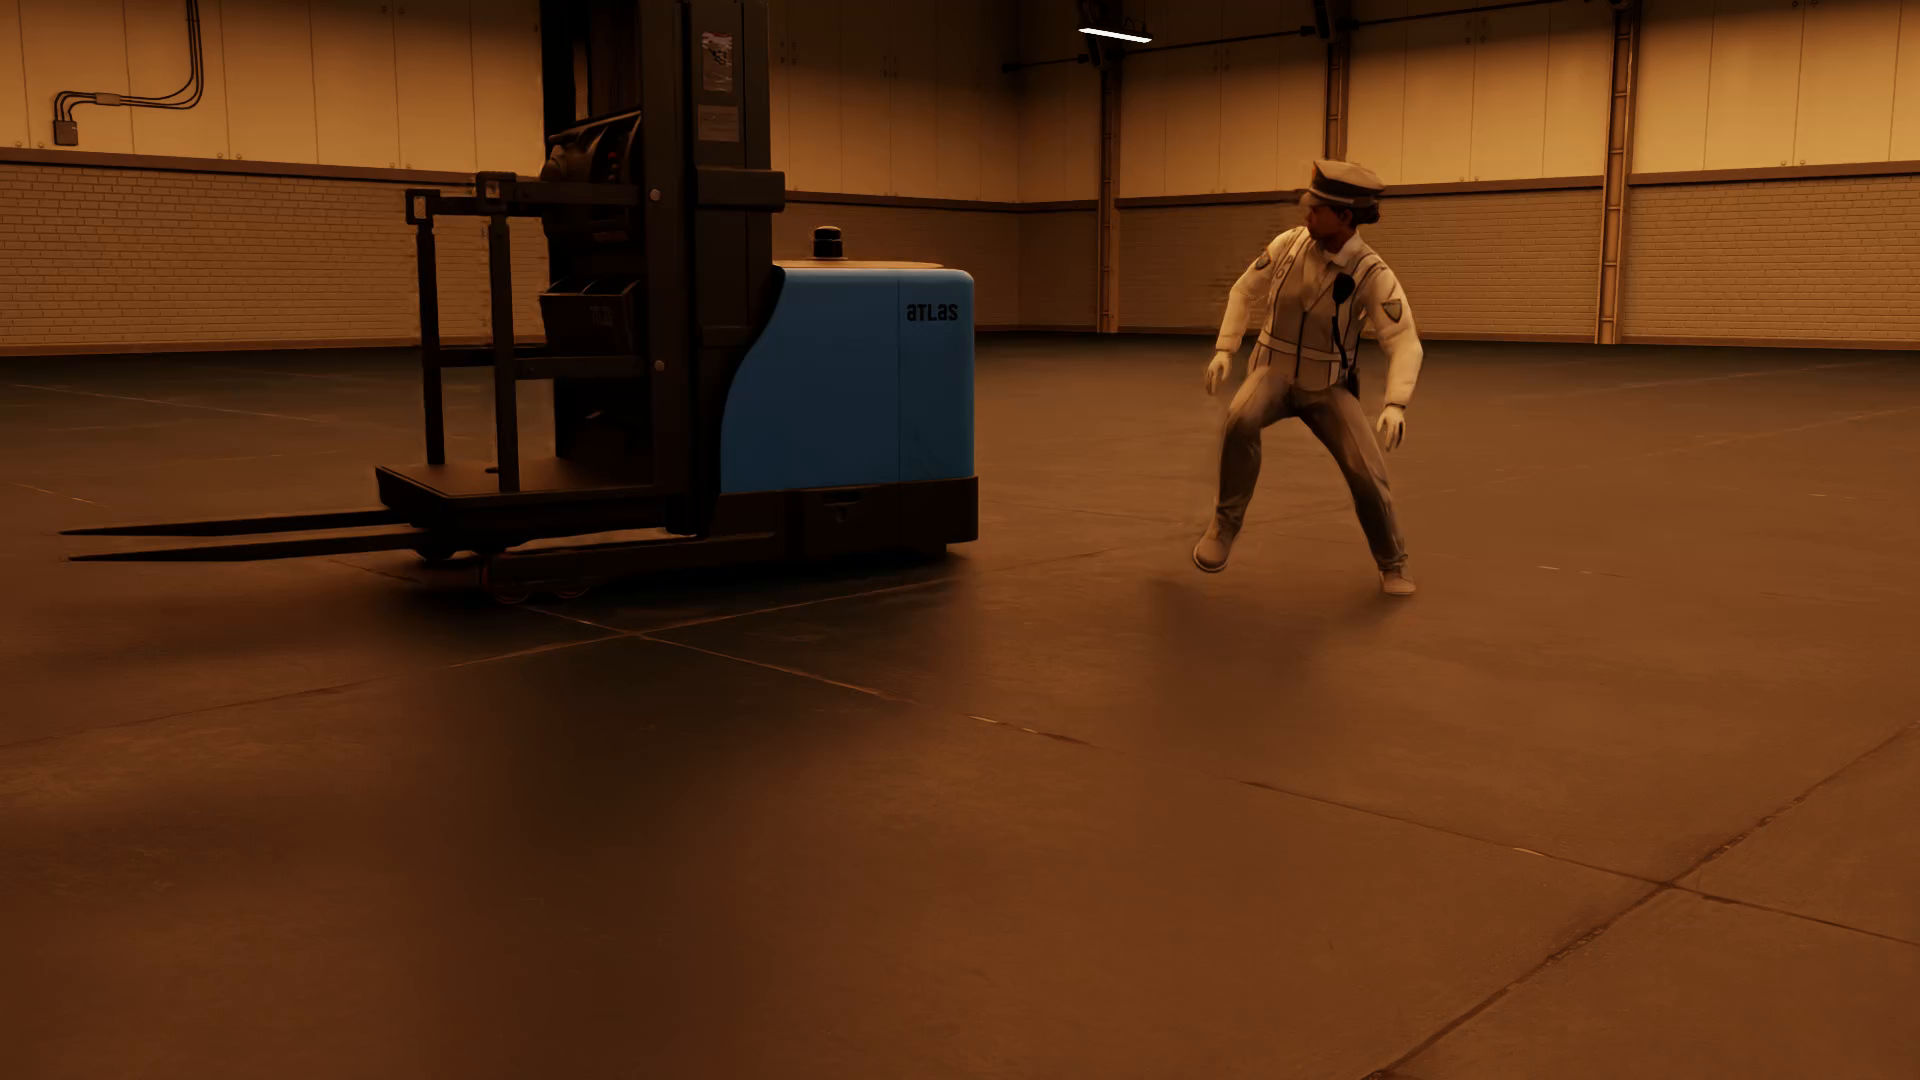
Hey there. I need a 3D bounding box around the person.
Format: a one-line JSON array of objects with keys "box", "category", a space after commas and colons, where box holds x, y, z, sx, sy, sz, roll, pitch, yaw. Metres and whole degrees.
[{"box": [1.178, -0.529, 5.575, 0.744, 1.456, 0.624, 3, 9, 18], "category": "person"}]

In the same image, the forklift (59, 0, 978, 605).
[{"box": [-1.465, -1.331, 5.713, 3.031, 2.935, 1.130, -5, 10, -30], "category": "forklift"}]
